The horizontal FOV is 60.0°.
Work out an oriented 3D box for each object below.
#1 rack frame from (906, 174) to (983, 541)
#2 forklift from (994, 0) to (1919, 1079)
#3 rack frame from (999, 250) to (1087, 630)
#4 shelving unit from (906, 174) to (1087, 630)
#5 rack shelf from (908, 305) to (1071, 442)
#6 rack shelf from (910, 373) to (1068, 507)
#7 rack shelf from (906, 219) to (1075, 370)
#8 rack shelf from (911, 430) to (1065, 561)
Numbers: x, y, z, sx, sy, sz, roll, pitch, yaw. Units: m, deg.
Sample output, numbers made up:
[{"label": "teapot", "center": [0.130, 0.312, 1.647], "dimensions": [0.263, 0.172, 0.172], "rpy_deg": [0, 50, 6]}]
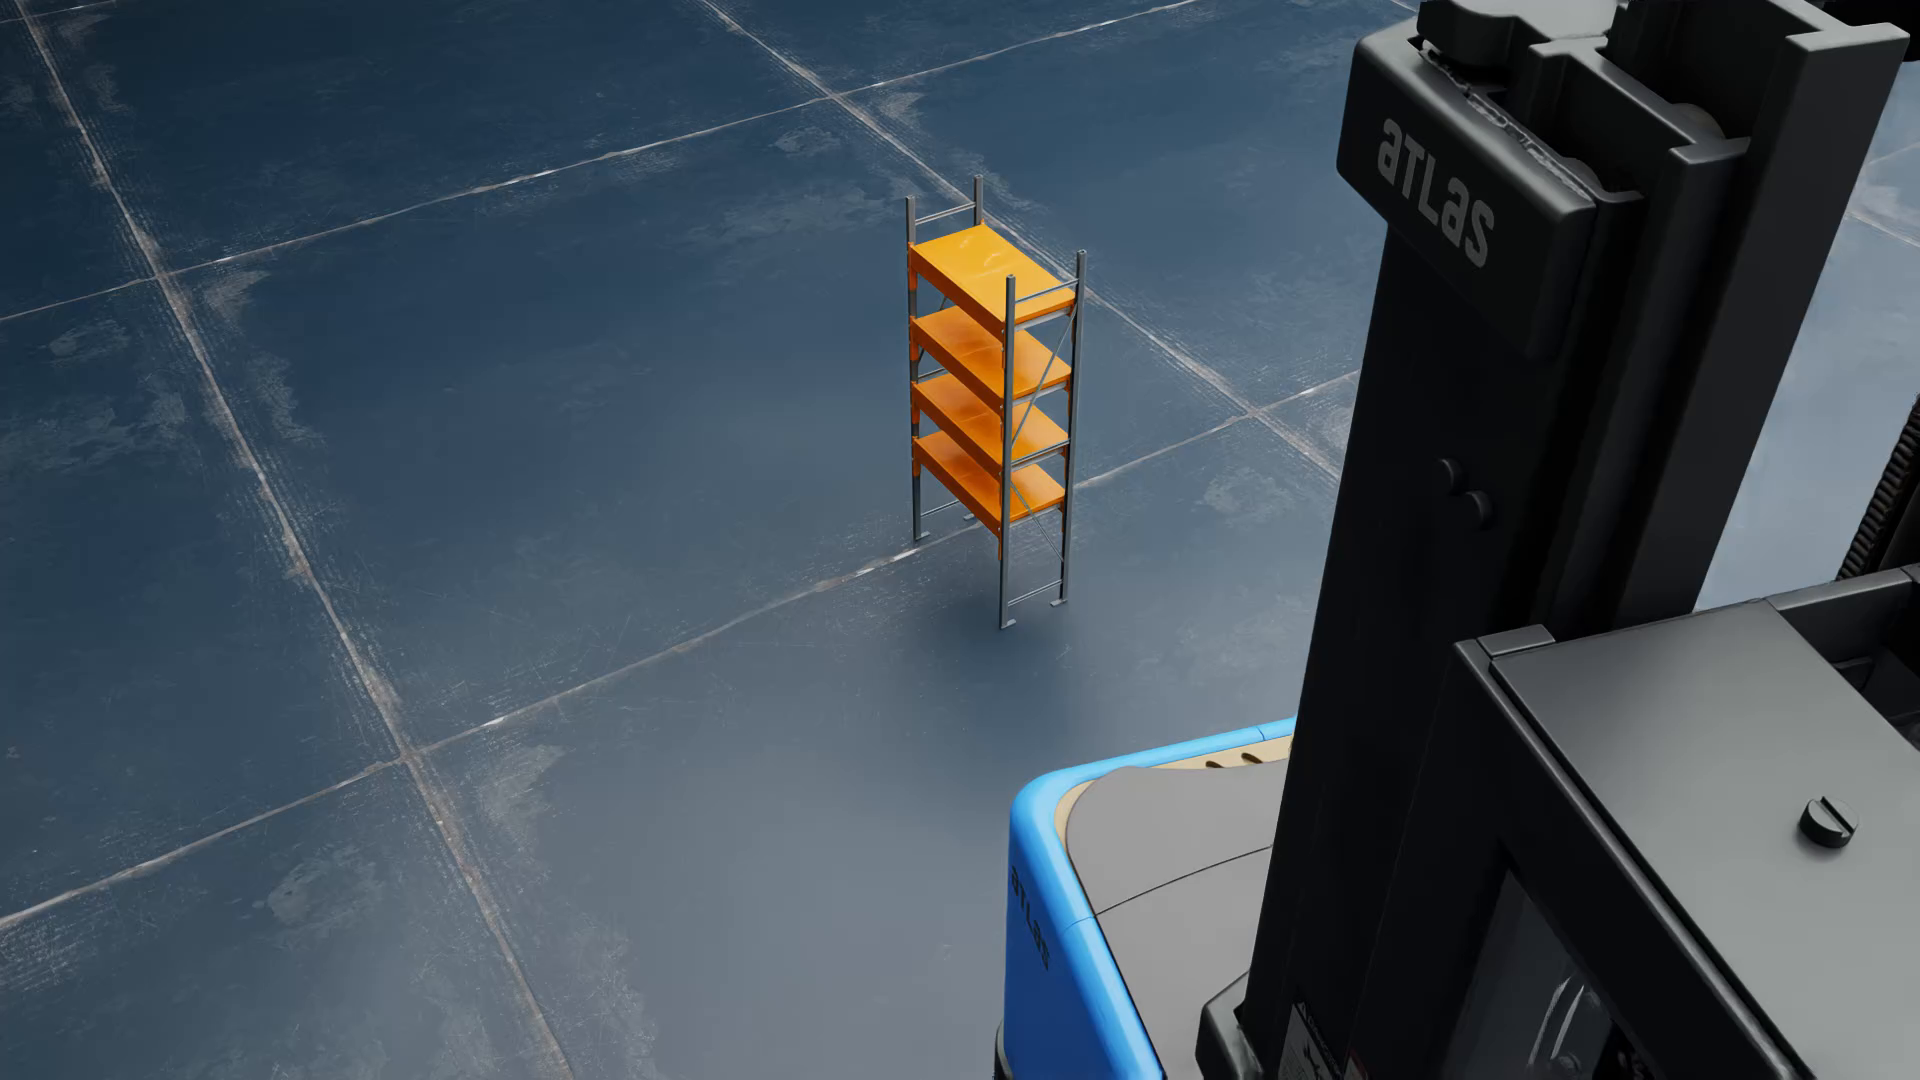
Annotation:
[{"label": "rack frame", "center": [-0.042, -0.503, 4.917], "dimensions": [0.240, 1.200, 0.015], "rpy_deg": [-22, 45, -24]}, {"label": "forklift", "center": [0.982, 0.956, 1.813], "dimensions": [1.130, 2.935, 3.031], "rpy_deg": [-11, 41, -13]}, {"label": "rack frame", "center": [0.220, -0.240, 4.601], "dimensions": [0.240, 1.200, 0.015], "rpy_deg": [-22, 45, -24]}, {"label": "shelving unit", "center": [0.089, -0.372, 4.759], "dimensions": [0.258, 1.200, 0.503], "rpy_deg": [-22, 45, -24]}, {"label": "rack shelf", "center": [0.089, -0.492, 4.659], "dimensions": [0.258, 0.148, 0.480], "rpy_deg": [-22, 45, -24]}, {"label": "rack shelf", "center": [0.089, -0.320, 4.802], "dimensions": [0.258, 0.148, 0.480], "rpy_deg": [-22, 45, -24]}, {"label": "rack shelf", "center": [0.089, -0.673, 4.507], "dimensions": [0.258, 0.148, 0.480], "rpy_deg": [-22, 45, -24]}, {"label": "rack shelf", "center": [0.089, -0.167, 4.929], "dimensions": [0.258, 0.148, 0.480], "rpy_deg": [-22, 45, -24]}]
